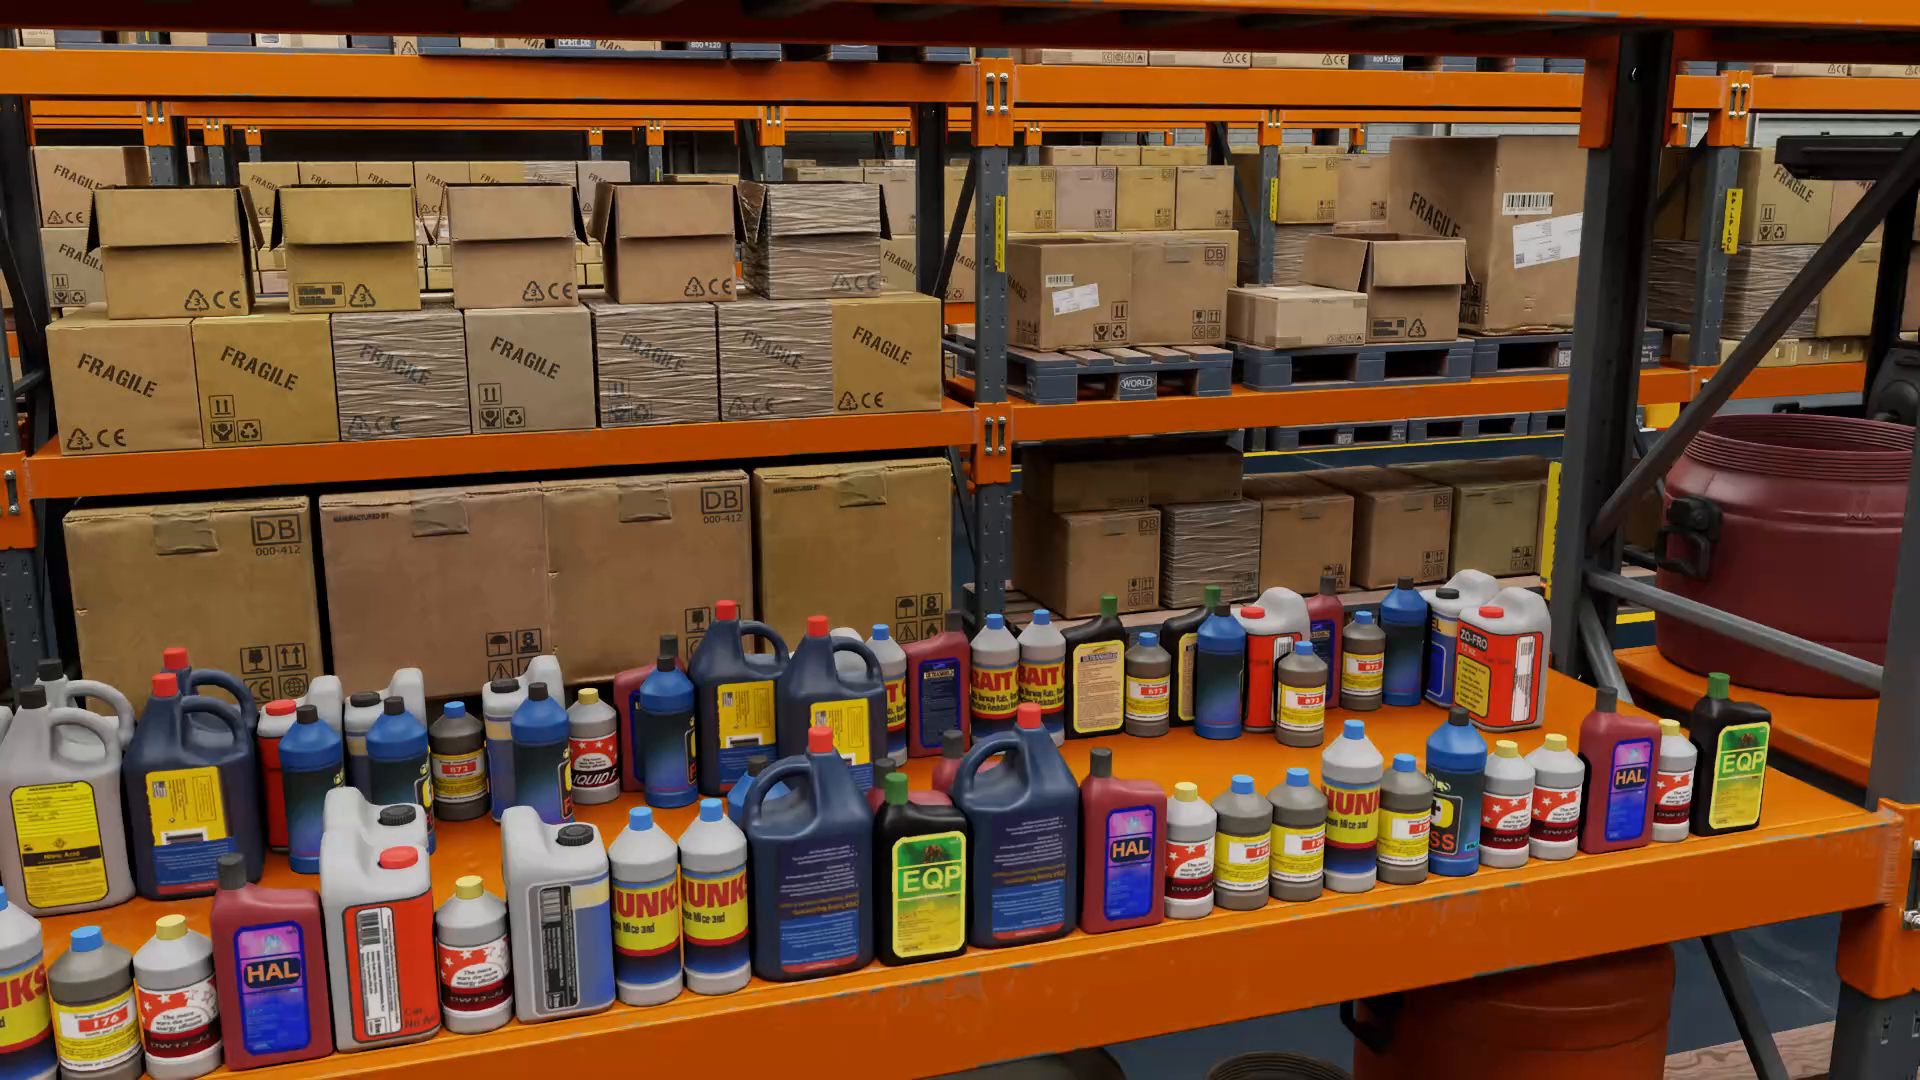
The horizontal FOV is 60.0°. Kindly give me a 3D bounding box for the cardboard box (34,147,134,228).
[{"bbox_3d":[-5.641,-2.287,10.756,0.500,0.500,0.500,-5,14,-20],"label":"cardboard box"}]

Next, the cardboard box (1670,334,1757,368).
[{"bbox_3d":[4.087,-1.024,9.009,0.250,0.149,0.380,-4,14,-18],"label":"cardboard box"}]

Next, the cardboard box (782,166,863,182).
[{"bbox_3d":[-1.062,-2.562,12.557,0.500,0.500,0.700,-5,14,-18],"label":"cardboard box"}]

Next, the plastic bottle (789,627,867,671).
[{"bbox_3d":[-0.252,0.309,3.130,0.135,0.276,0.152,-4,14,-18],"label":"plastic bottle"}]

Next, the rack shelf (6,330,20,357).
[{"bbox_3d":[-7.177,-1.204,10.775,4.000,0.370,1.077,-4,14,-18],"label":"rack shelf"}]

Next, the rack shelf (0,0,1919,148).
[{"bbox_3d":[-0.320,-0.777,2.498,4.000,0.370,1.077,-4,14,-18],"label":"rack shelf"}]

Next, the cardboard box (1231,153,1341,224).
[{"bbox_3d":[2.661,-2.910,13.736,0.550,0.550,0.875,-4,14,-18],"label":"cardboard box"}]

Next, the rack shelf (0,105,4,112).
[{"bbox_3d":[-5.691,-1.568,5.824,4.000,0.370,1.077,-4,14,-18],"label":"rack shelf"}]

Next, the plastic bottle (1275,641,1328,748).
[{"bbox_3d":[0.681,0.303,3.316,0.097,0.201,0.097,0,13,0],"label":"plastic bottle"}]

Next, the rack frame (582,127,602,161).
[{"bbox_3d":[-4.752,-4.163,21.662,0.127,3.000,1.000,-4,14,-18],"label":"rack frame"}]

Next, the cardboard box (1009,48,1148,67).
[{"bbox_3d":[0.522,-2.266,7.531,0.500,0.250,0.500,-4,14,-17],"label":"cardboard box"}]

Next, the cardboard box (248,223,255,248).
[{"bbox_3d":[-4.761,-2.001,10.923,0.250,0.149,0.380,-4,14,-15],"label":"cardboard box"}]

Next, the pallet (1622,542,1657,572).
[{"bbox_3d":[4.412,0.103,9.754,1.213,0.211,1.003,-4,14,-18],"label":"pallet"}]

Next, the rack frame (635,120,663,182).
[{"bbox_3d":[-3.165,-3.075,17.087,0.127,3.000,1.000,-4,14,-18],"label":"rack frame"}]

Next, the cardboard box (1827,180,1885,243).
[{"bbox_3d":[4.768,-1.891,9.090,0.500,0.500,0.500,-4,14,-18],"label":"cardboard box"}]

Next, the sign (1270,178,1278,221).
[{"bbox_3d":[2.483,-2.698,13.173,0.005,0.325,0.100,-4,14,-18],"label":"sign"}]

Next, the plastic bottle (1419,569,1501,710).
[{"bbox_3d":[1.062,0.207,3.561,0.135,0.276,0.152,-4,14,-18],"label":"plastic bottle"}]

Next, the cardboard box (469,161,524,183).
[{"bbox_3d":[-4.528,-3.439,16.243,0.500,0.500,0.500,-4,14,-18],"label":"cardboard box"}]

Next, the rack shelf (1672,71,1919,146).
[{"bbox_3d":[5.682,-2.453,9.547,4.000,0.370,1.077,-4,14,-18],"label":"rack shelf"}]

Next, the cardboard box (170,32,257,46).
[{"bbox_3d":[-4.887,-3.417,10.922,0.500,0.500,0.700,-4,14,-18],"label":"cardboard box"}]

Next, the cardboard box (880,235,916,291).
[{"bbox_3d":[-0.498,-2.057,12.593,0.500,0.500,0.500,-5,14,-19],"label":"cardboard box"}]

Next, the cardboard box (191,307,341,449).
[{"bbox_3d":[-2.803,-0.671,6.766,0.500,0.500,0.500,-4,14,-18],"label":"cardboard box"}]

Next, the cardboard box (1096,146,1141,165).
[{"bbox_3d":[1.603,-4.067,18.241,0.500,0.500,0.700,-4,14,-18],"label":"cardboard box"}]

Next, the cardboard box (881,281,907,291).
[{"bbox_3d":[-0.552,-0.974,8.038,0.500,0.500,0.500,-4,14,-16],"label":"cardboard box"}]

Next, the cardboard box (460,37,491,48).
[{"bbox_3d":[-4.743,-4.593,15.865,0.500,0.500,0.500,-4,14,-18],"label":"cardboard box"}]

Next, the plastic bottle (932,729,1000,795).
[{"bbox_3d":[0.024,0.432,2.598,0.133,0.283,0.061,-4,14,-18],"label":"plastic bottle"}]

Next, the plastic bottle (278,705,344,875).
[{"bbox_3d":[-1.064,0.405,2.737,0.097,0.271,0.097,0,13,0],"label":"plastic bottle"}]

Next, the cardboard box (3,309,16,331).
[{"bbox_3d":[-6.225,-1.453,10.812,0.250,0.149,0.380,-5,14,-20],"label":"cardboard box"}]

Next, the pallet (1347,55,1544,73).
[{"bbox_3d":[2.186,-2.465,8.447,1.003,0.211,1.213,-4,14,-18],"label":"pallet"}]

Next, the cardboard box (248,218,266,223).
[{"bbox_3d":[-4.963,-2.145,11.529,0.250,0.149,0.380,-4,14,-15],"label":"cardboard box"}]

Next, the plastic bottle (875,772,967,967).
[{"bbox_3d":[-0.057,0.473,2.424,0.133,0.283,0.061,-4,14,-18],"label":"plastic bottle"}]

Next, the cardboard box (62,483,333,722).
[{"bbox_3d":[-3.195,0.172,7.122,0.875,0.875,1.225,-4,14,-18],"label":"cardboard box"}]

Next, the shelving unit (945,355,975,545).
[{"bbox_3d":[0.014,-0.585,10.508,0.189,1.200,0.258,-4,14,-18],"label":"shelving unit"}]

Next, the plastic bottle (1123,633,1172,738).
[{"bbox_3d":[0.379,0.289,3.373,0.097,0.201,0.097,0,13,0],"label":"plastic bottle"}]

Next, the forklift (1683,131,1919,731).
[{"bbox_3d":[4.027,-0.613,6.886,3.031,2.935,1.130,-4,14,-17],"label":"forklift"}]

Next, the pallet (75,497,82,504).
[{"bbox_3d":[-5.907,-0.287,11.395,1.213,0.211,1.003,-4,14,-18],"label":"pallet"}]

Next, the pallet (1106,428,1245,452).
[{"bbox_3d":[1.593,-0.862,13.809,1.213,0.211,1.003,-4,14,-18],"label":"pallet"}]

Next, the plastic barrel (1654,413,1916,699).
[{"bbox_3d":[1.919,0.018,3.790,0.708,0.536,0.600,-4,14,-18],"label":"plastic barrel"}]

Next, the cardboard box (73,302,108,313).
[{"bbox_3d":[-3.439,-0.749,7.093,0.500,0.500,0.500,-4,14,-18],"label":"cardboard box"}]

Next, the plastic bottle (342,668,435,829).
[{"bbox_3d":[-0.993,0.367,2.888,0.135,0.276,0.152,-4,14,-18],"label":"plastic bottle"}]

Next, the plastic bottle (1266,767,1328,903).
[{"bbox_3d":[0.533,0.463,2.645,0.097,0.201,0.097,0,13,0],"label":"plastic bottle"}]

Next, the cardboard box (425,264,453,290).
[{"bbox_3d":[-3.526,-1.809,11.402,0.250,0.149,0.380,-5,14,-19],"label":"cardboard box"}]

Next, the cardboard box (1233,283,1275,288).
[{"bbox_3d":[1.490,-1.222,8.683,0.258,0.266,0.396,-5,14,-20],"label":"cardboard box"}]

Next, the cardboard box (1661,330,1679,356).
[{"bbox_3d":[3.897,-1.155,9.557,0.250,0.149,0.380,-4,14,-18],"label":"cardboard box"}]

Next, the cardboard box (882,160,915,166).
[{"bbox_3d":[-0.641,-3.920,17.474,0.250,0.149,0.380,-5,14,-20],"label":"cardboard box"}]

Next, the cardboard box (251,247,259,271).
[{"bbox_3d":[-4.761,-1.856,10.957,0.250,0.149,0.380,-4,14,-17],"label":"cardboard box"}]

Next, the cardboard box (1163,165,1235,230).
[{"bbox_3d":[1.832,-2.789,13.508,0.500,0.500,0.700,-5,14,-19],"label":"cardboard box"}]

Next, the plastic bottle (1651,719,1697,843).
[{"bbox_3d":[1.213,0.410,2.868,0.097,0.201,0.097,0,13,0],"label":"plastic bottle"}]

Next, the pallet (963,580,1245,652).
[{"bbox_3d":[0.737,0.398,8.513,1.213,0.211,1.003,-4,14,-18],"label":"pallet"}]

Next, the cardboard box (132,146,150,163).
[{"bbox_3d":[-7.431,-3.542,15.273,0.250,0.149,0.380,-4,14,-17],"label":"cardboard box"}]

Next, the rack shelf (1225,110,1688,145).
[{"bbox_3d":[4.196,-3.549,14.152,4.000,0.370,1.077,-4,14,-18],"label":"rack shelf"}]

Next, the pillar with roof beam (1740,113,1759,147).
[{"bbox_3d":[14.630,-7.760,23.819,0.400,9.000,9.100,-4,14,-18],"label":"pillar with roof beam"}]

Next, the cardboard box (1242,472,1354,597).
[{"bbox_3d":[1.681,-0.040,8.780,0.500,0.500,0.700,-3,14,-13],"label":"cardboard box"}]

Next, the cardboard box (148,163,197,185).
[{"bbox_3d":[-7.315,-3.219,15.317,0.500,0.500,0.500,-5,14,-19],"label":"cardboard box"}]

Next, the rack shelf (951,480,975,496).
[{"bbox_3d":[0.014,-0.308,10.574,0.180,0.103,0.258,-4,14,-18],"label":"rack shelf"}]
